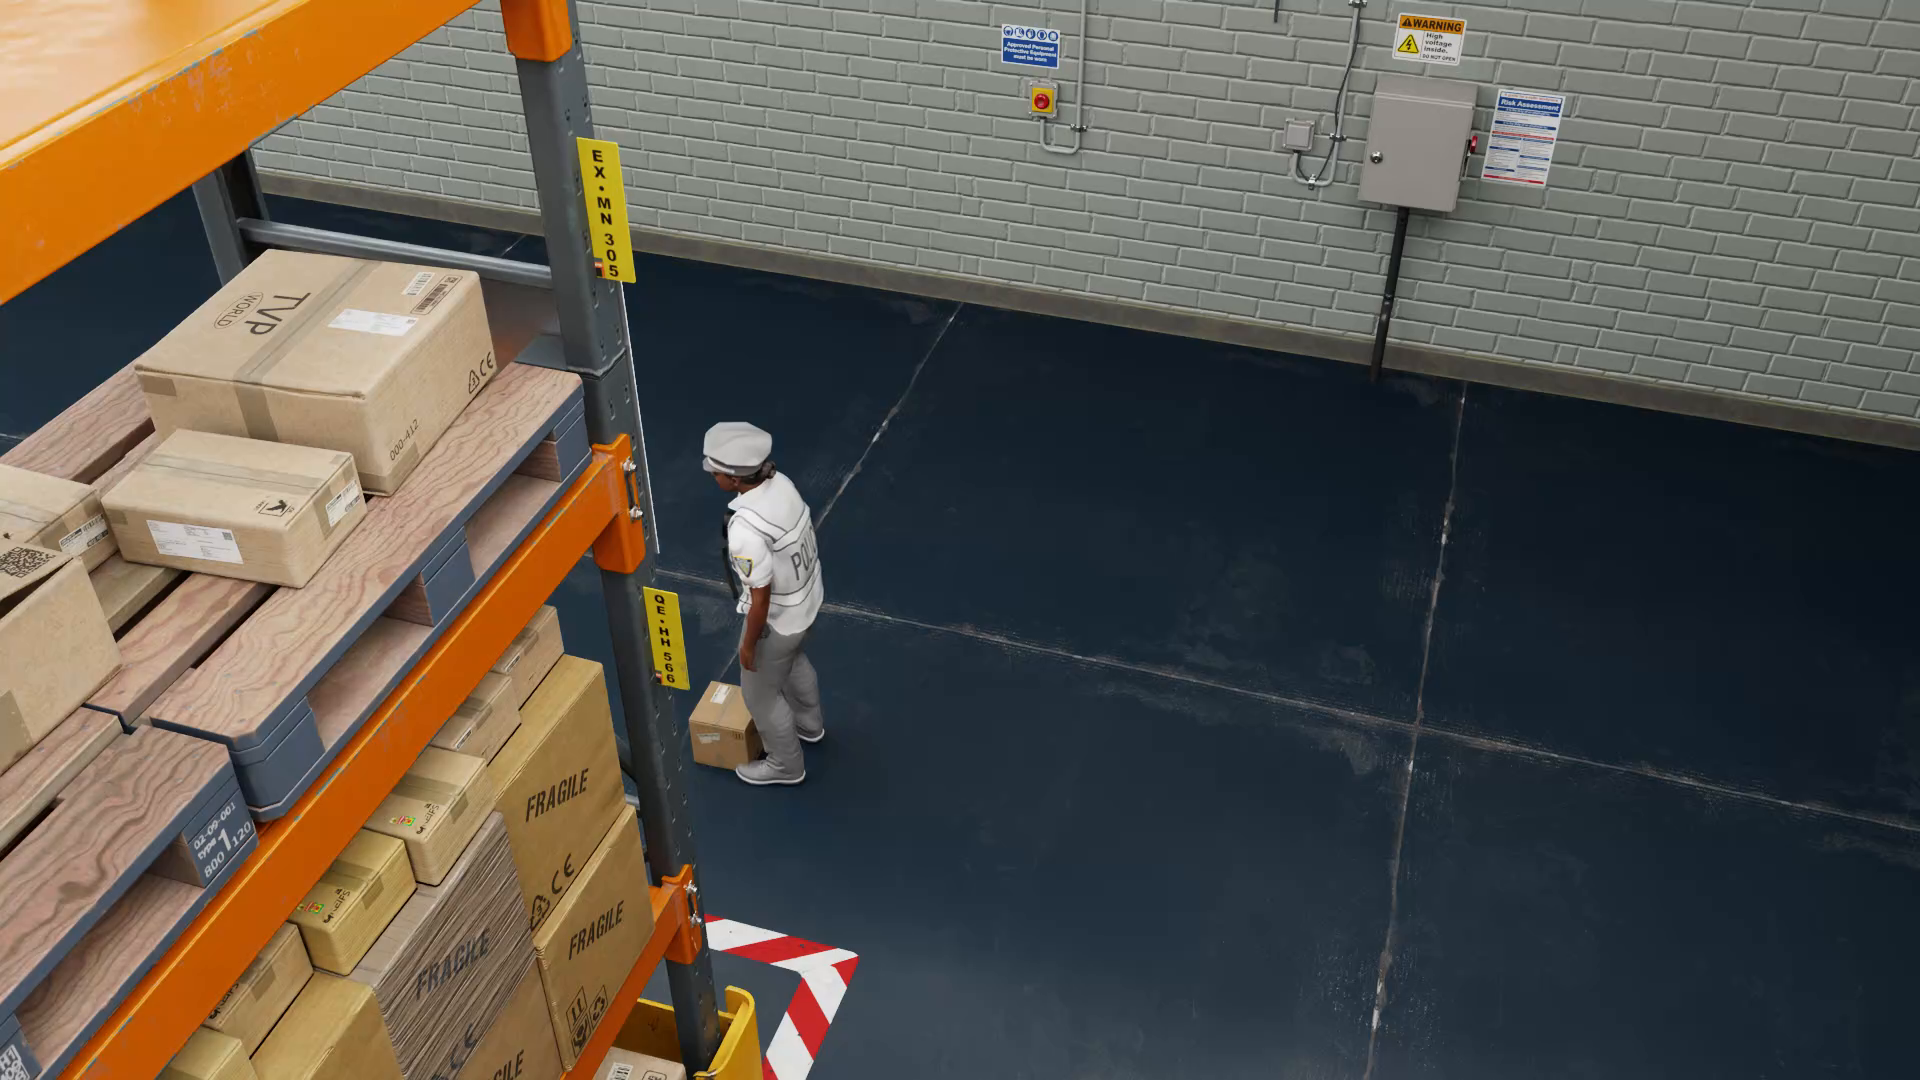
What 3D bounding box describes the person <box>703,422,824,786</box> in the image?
[{"bbox_3d":[-0.742,0.268,6.537,0.396,1.659,0.532,9,38,11],"label":"person"}]
